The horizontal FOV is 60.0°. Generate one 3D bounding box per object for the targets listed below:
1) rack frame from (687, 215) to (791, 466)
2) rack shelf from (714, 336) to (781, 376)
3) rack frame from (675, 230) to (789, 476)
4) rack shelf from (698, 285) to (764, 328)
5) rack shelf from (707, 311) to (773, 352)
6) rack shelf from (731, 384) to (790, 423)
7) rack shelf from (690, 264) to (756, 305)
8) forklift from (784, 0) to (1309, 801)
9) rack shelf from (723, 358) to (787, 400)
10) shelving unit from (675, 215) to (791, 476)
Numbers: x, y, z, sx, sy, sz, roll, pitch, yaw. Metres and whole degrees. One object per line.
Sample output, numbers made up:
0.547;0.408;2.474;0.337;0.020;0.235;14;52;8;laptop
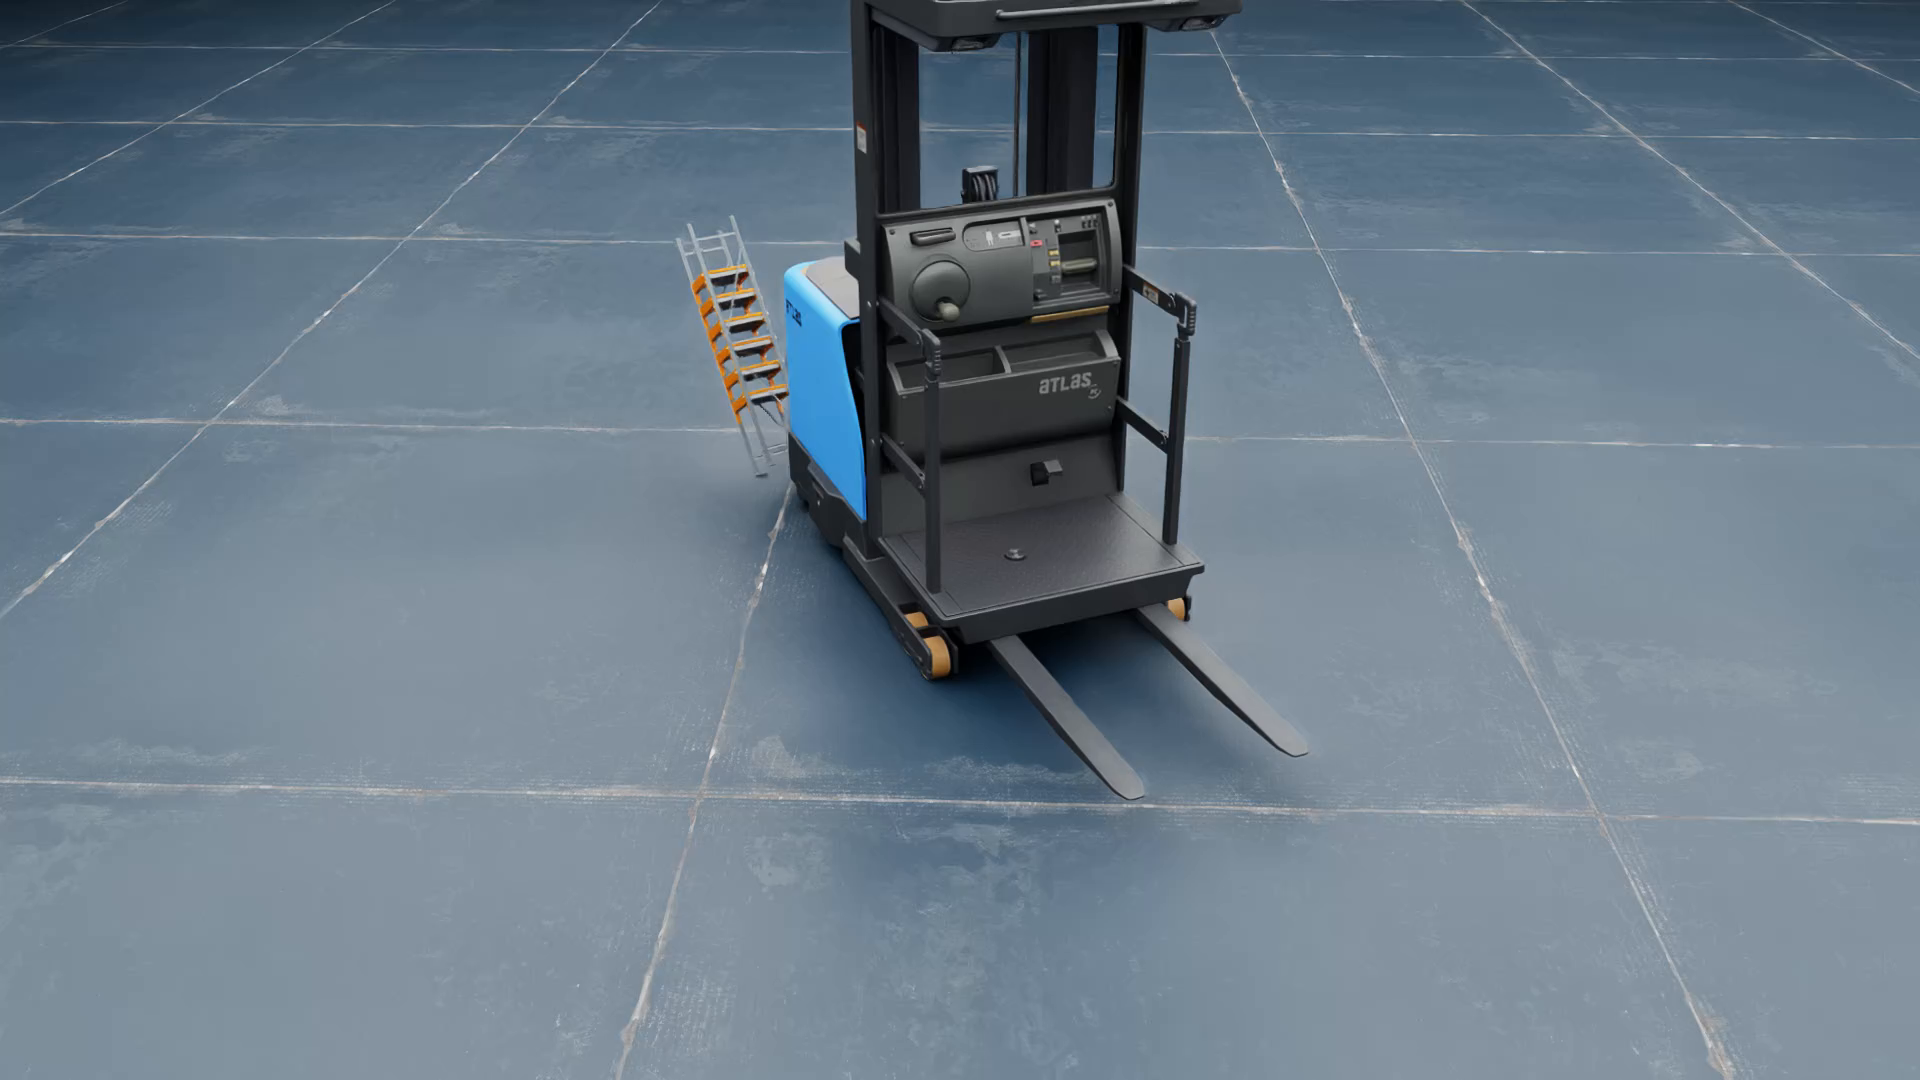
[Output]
-0.974;-0.935;7.746;0.240;1.200;0.006;-17;-5;-29;rack frame
-0.999;-0.873;7.823;0.258;0.103;0.180;-17;-5;-29;rack shelf
-1.054;-0.895;7.906;0.240;1.200;0.006;-17;-5;-29;rack frame
-1.078;-1.099;7.839;0.258;0.103;0.180;-17;-5;-29;rack shelf
-1.039;-0.986;7.831;0.258;0.103;0.180;-17;-5;-29;rack shelf
-0.921;-0.647;7.806;0.258;0.103;0.180;-17;-5;-29;rack shelf
-1.117;-1.212;7.848;0.258;0.103;0.180;-17;-5;-29;rack shelf
0.255;-0.995;5.997;1.130;2.935;3.031;-11;30;-20;forklift
-0.960;-0.760;7.815;0.258;0.103;0.180;-17;-5;-29;rack shelf
-1.014;-0.915;7.826;0.258;1.200;0.189;-17;-5;-29;shelving unit
